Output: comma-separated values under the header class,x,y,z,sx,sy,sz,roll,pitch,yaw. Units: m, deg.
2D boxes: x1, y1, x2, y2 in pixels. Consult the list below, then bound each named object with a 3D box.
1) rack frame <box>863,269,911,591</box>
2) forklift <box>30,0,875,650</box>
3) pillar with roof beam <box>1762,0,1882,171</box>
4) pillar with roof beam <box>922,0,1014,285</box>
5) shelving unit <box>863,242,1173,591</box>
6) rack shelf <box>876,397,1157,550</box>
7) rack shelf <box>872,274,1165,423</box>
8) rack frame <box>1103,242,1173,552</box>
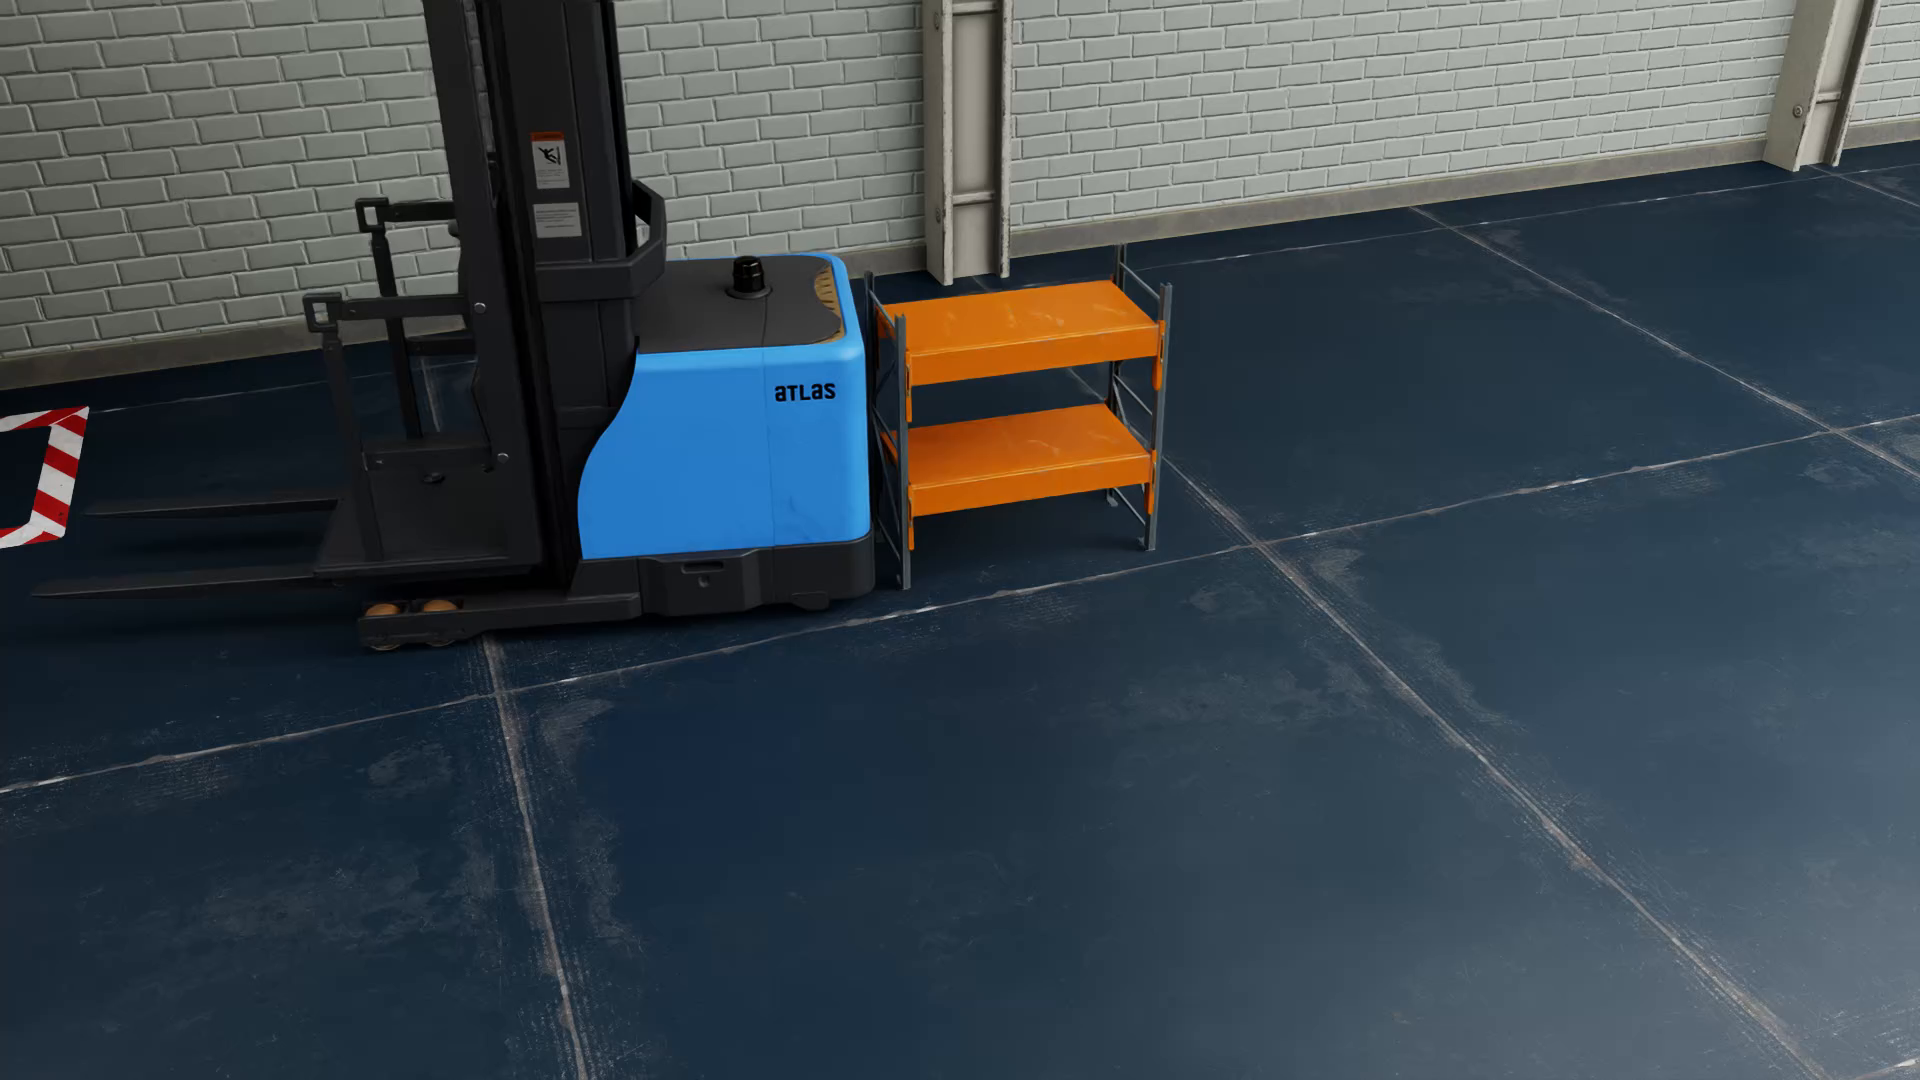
class,x,y,z,sx,sy,sz,roll,pitch,yaw
rack frame,-0.277,-0.413,6.339,0.032,1.125,0.500,-9,31,-15
forklift,-1.881,-1.152,5.811,3.031,2.935,1.130,-4,30,-7
pillar with roof beam,7.165,-4.466,5.499,0.400,9.000,9.100,-10,31,-18
pillar with roof beam,1.541,-3.430,3.681,0.400,9.000,9.100,-10,31,-18
shelving unit,0.209,-0.487,6.468,1.048,1.125,0.538,-9,31,-15
rack shelf,0.209,-0.274,6.589,1.000,0.278,0.538,-9,31,-15
rack shelf,0.209,-0.741,6.323,1.000,0.278,0.538,-9,31,-15
rack frame,0.695,-0.560,6.597,0.032,1.125,0.500,-9,31,-15
